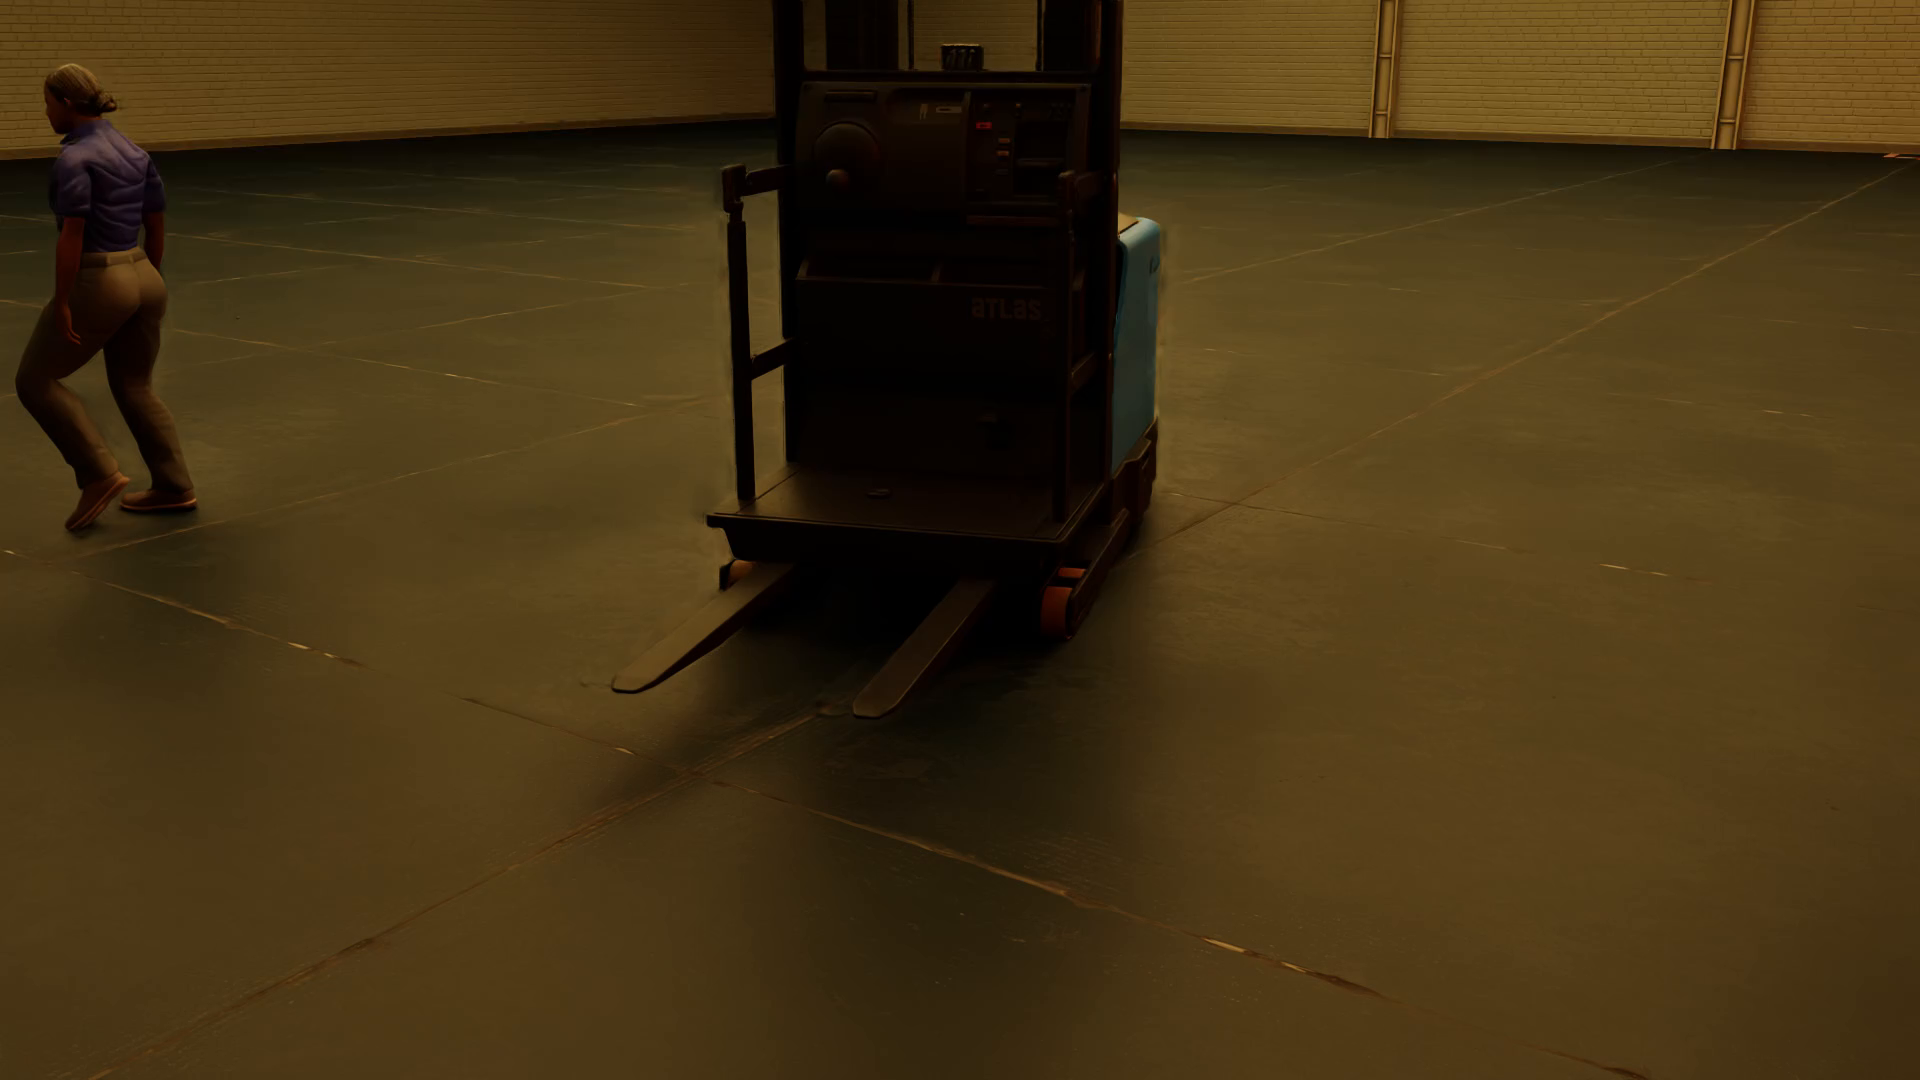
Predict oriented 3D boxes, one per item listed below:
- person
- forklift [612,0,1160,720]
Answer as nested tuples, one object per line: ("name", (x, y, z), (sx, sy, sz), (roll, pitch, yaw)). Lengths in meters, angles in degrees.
("person", (-3.153, -0.876, 6.062), (0.464, 1.661, 0.562), (2, 17, 7))
("forklift", (-0.114, -1.227, 4.935), (1.130, 2.935, 3.031), (4, 17, 15))
